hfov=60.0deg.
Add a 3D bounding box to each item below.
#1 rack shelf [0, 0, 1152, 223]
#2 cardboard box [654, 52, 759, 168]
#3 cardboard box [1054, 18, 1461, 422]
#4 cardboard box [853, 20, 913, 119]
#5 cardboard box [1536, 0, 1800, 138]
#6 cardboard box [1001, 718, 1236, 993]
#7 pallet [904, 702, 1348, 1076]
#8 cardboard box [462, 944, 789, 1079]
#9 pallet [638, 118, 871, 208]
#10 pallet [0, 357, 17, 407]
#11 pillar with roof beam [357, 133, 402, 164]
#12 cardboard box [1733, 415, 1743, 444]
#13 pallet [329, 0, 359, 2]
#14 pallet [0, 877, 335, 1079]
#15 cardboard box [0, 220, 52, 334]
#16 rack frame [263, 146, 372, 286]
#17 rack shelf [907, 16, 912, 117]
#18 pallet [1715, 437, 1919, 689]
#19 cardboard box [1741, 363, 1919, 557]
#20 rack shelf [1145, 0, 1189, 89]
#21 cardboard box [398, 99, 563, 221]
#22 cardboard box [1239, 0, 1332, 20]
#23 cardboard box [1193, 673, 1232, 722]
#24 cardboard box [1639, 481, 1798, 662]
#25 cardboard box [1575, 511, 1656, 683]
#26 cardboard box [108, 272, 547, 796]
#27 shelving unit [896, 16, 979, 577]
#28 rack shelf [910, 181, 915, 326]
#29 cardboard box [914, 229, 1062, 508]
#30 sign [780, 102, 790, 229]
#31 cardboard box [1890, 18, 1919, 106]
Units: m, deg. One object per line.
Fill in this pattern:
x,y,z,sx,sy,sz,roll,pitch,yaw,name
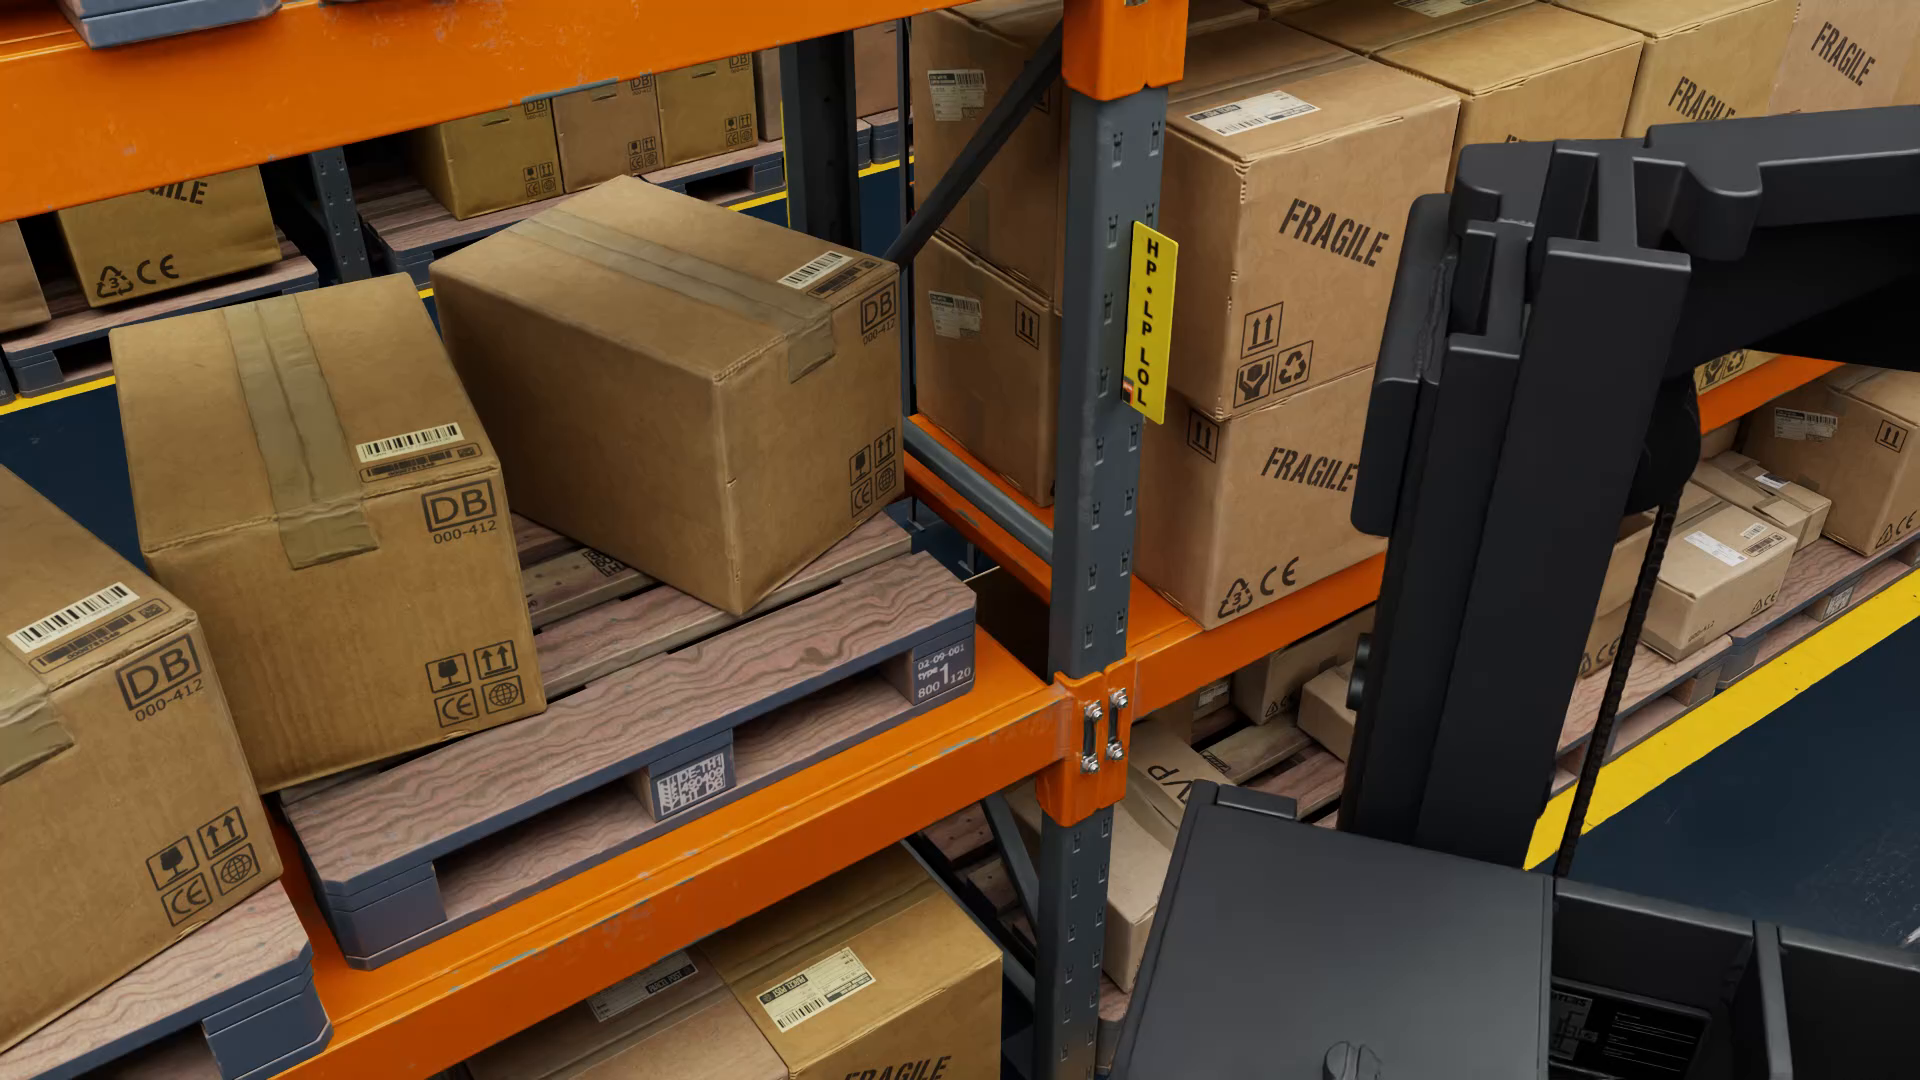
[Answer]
-1.654,-0.391,1.772,4.000,0.370,1.077,-22,41,-28,rack shelf
-1.373,-2.198,8.019,0.500,0.500,0.700,-21,41,-27,cardboard box
0.528,-0.609,3.085,0.500,0.500,0.500,-21,41,-27,cardboard box
-0.530,-2.550,8.508,0.500,0.500,0.700,-22,41,-28,cardboard box
1.370,-0.955,3.567,0.500,0.500,0.500,-24,42,-29,cardboard box
0.448,0.737,4.082,0.500,0.311,0.500,-22,41,-28,cardboard box
0.542,0.764,4.508,1.213,0.211,1.003,-22,41,-28,pallet
-0.667,1.163,3.328,0.500,0.500,0.500,-22,41,-28,cardboard box
-1.211,-2.000,8.350,1.213,0.211,1.003,-22,41,-28,pallet
-4.462,-0.661,6.488,1.213,0.211,1.003,-22,41,-28,pallet
-0.322,-3.530,2.951,0.400,9.000,9.100,-22,41,-28,pillar with roof beam
2.506,-0.451,5.858,0.250,0.166,0.380,-22,41,-28,cardboard box
-0.593,-1.094,2.293,1.003,0.211,1.213,-22,41,-28,pallet
-1.702,0.629,2.471,1.213,0.211,1.003,-22,41,-28,pallet
-4.057,-1.218,6.355,0.750,0.750,0.750,-21,41,-27,cardboard box
-2.876,-2.501,6.658,0.127,3.000,1.000,-22,41,-28,rack frame
0.135,-1.465,4.814,0.480,0.518,0.431,-22,41,-28,rack shelf
2.537,-0.057,5.649,1.213,0.211,1.003,-22,41,-28,pallet
2.948,-0.347,5.427,0.500,0.500,0.500,-22,41,-28,cardboard box
1.615,-1.736,3.642,4.000,0.370,1.077,-22,41,-28,rack shelf
-2.206,-1.859,7.547,0.500,0.500,0.700,-22,41,-27,cardboard box
0.662,-1.052,3.701,0.500,0.500,0.500,-23,42,-29,cardboard box
0.555,0.359,4.747,0.250,0.149,0.380,-22,41,-28,cardboard box
2.154,0.060,5.076,0.500,0.250,0.500,-22,41,-28,cardboard box
1.513,0.063,4.855,0.637,0.503,0.797,-22,41,-28,cardboard box
-1.061,-0.035,2.784,0.500,0.500,0.700,-16,39,-21,cardboard box
0.135,-0.908,5.214,0.503,2.100,0.431,-22,41,-28,shelving unit
0.135,-0.897,5.222,0.480,0.518,0.431,-22,41,-28,rack shelf
0.241,-0.469,3.748,0.500,0.500,0.500,-22,41,-27,cardboard box
-0.338,-0.746,3.476,0.005,0.325,0.100,-22,41,-28,sign
2.211,-1.302,4.049,0.500,0.500,0.500,-21,41,-27,cardboard box
